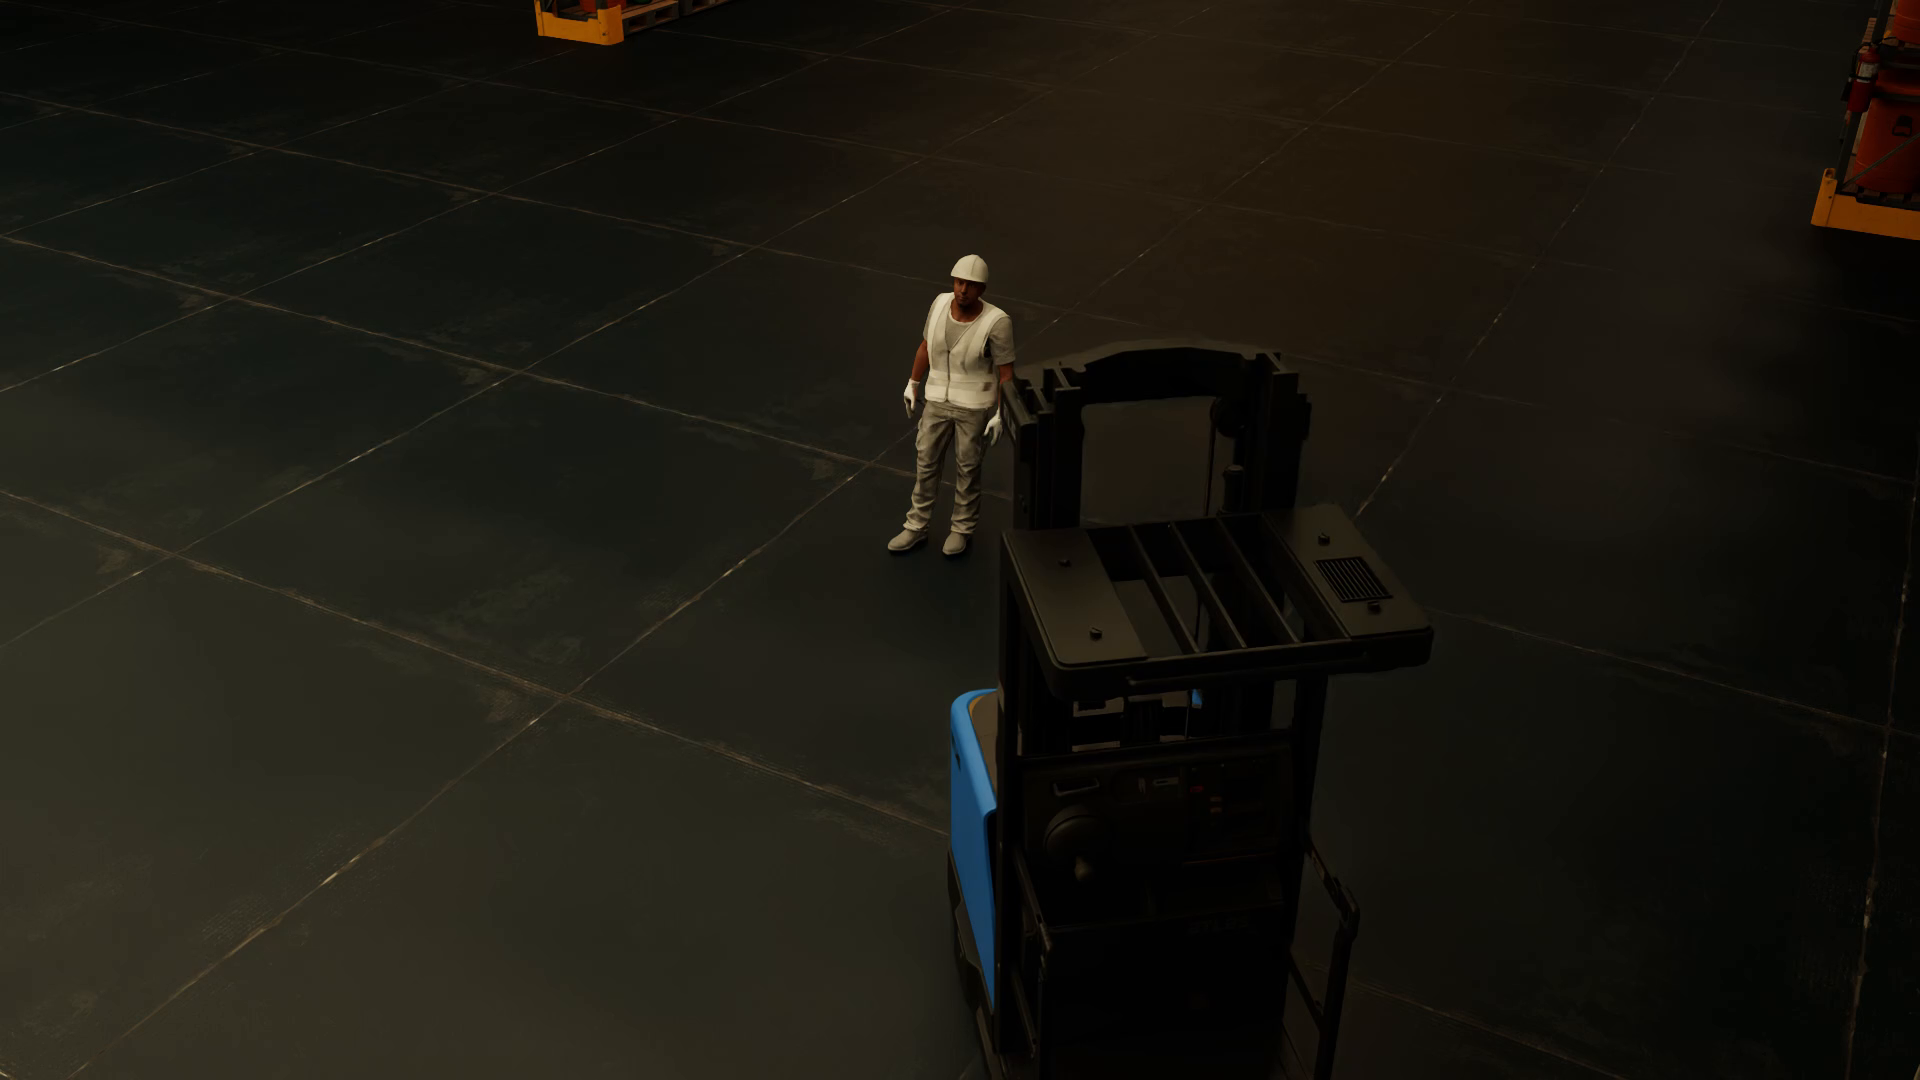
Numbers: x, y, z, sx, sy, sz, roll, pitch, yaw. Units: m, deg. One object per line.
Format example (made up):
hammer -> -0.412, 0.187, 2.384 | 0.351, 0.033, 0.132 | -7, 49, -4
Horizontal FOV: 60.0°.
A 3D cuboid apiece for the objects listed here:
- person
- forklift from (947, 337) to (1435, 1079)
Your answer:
person -> -0.042, -0.750, 9.503 | 0.656, 1.782, 0.577 | 15, 33, 25
forklift -> 0.710, 0.962, 5.403 | 1.130, 2.935, 3.031 | -5, 30, -9
